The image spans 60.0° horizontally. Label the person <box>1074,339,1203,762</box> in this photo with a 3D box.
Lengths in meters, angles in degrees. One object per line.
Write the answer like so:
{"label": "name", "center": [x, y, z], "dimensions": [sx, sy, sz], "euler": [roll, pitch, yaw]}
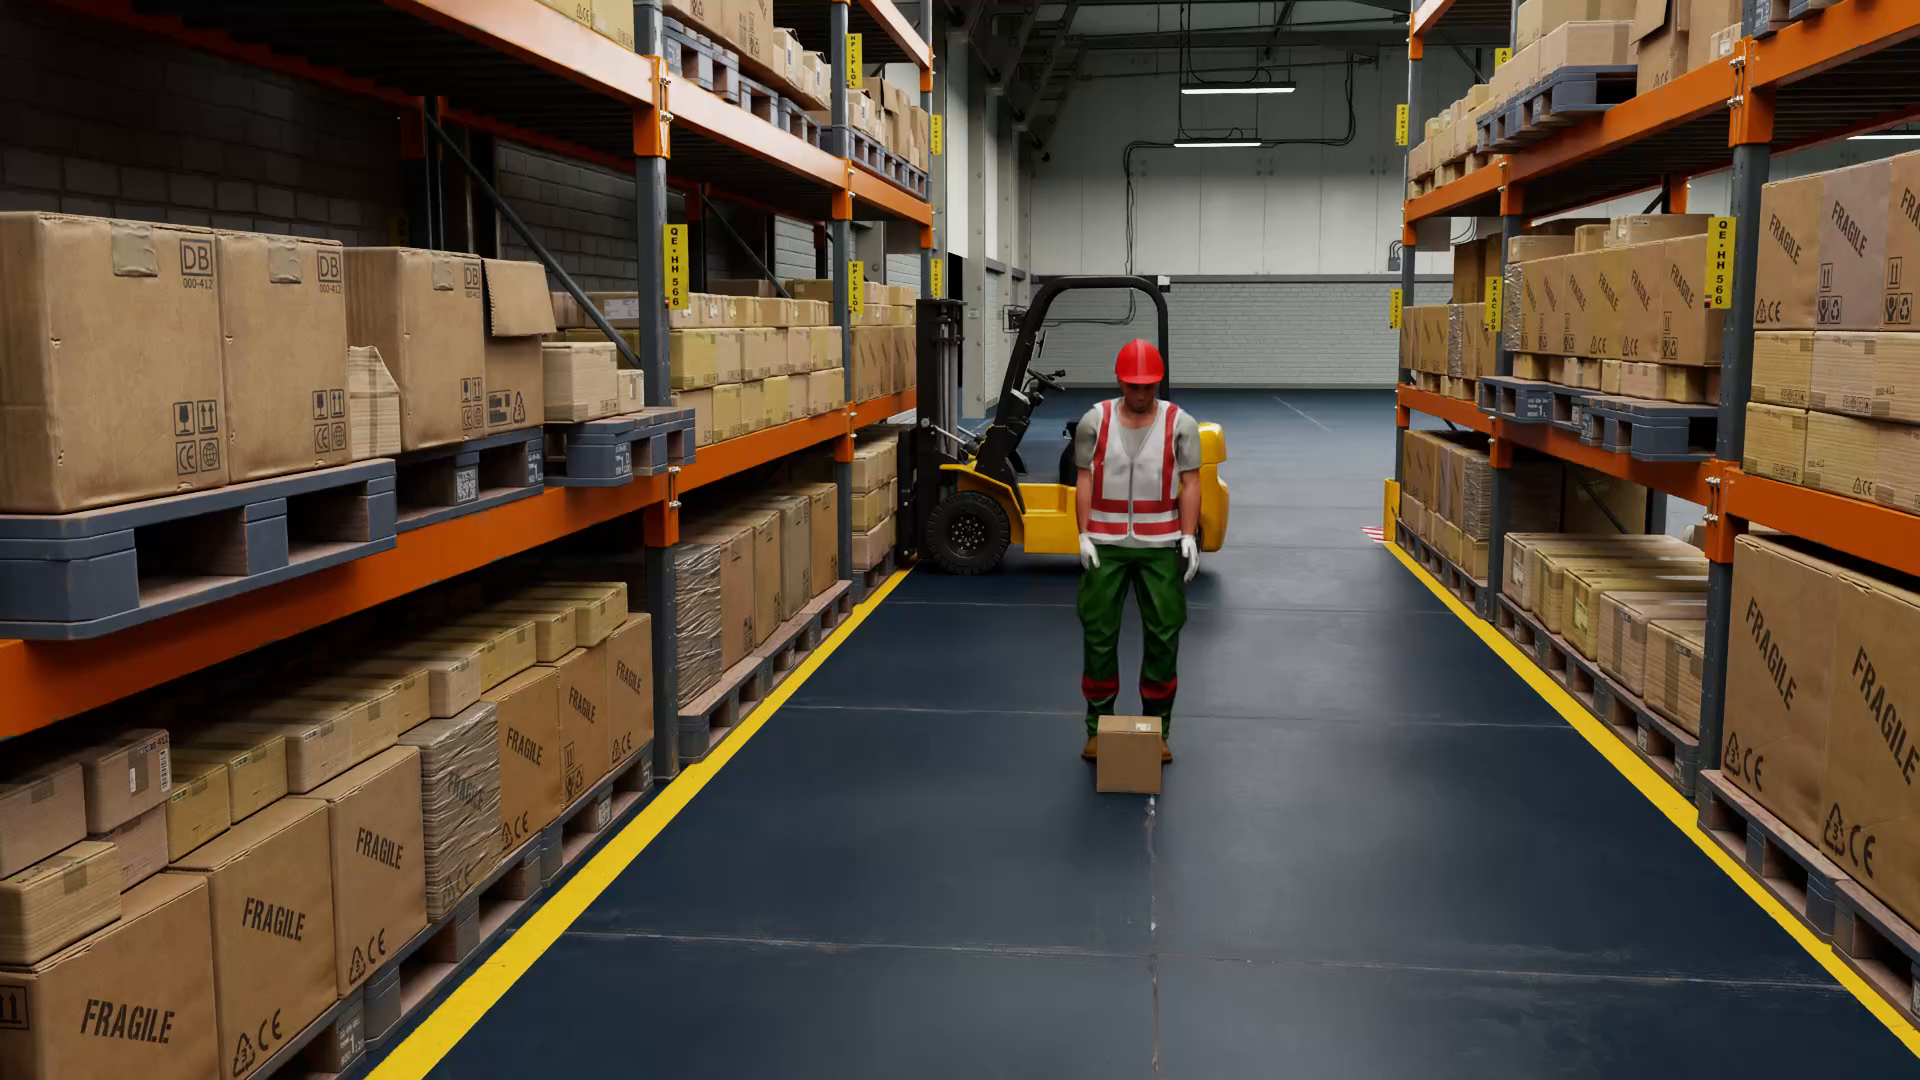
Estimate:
{"label": "person", "center": [0.741, 0.044, 6.966], "dimensions": [0.535, 1.764, 0.400], "euler": [1, 8, 7]}
